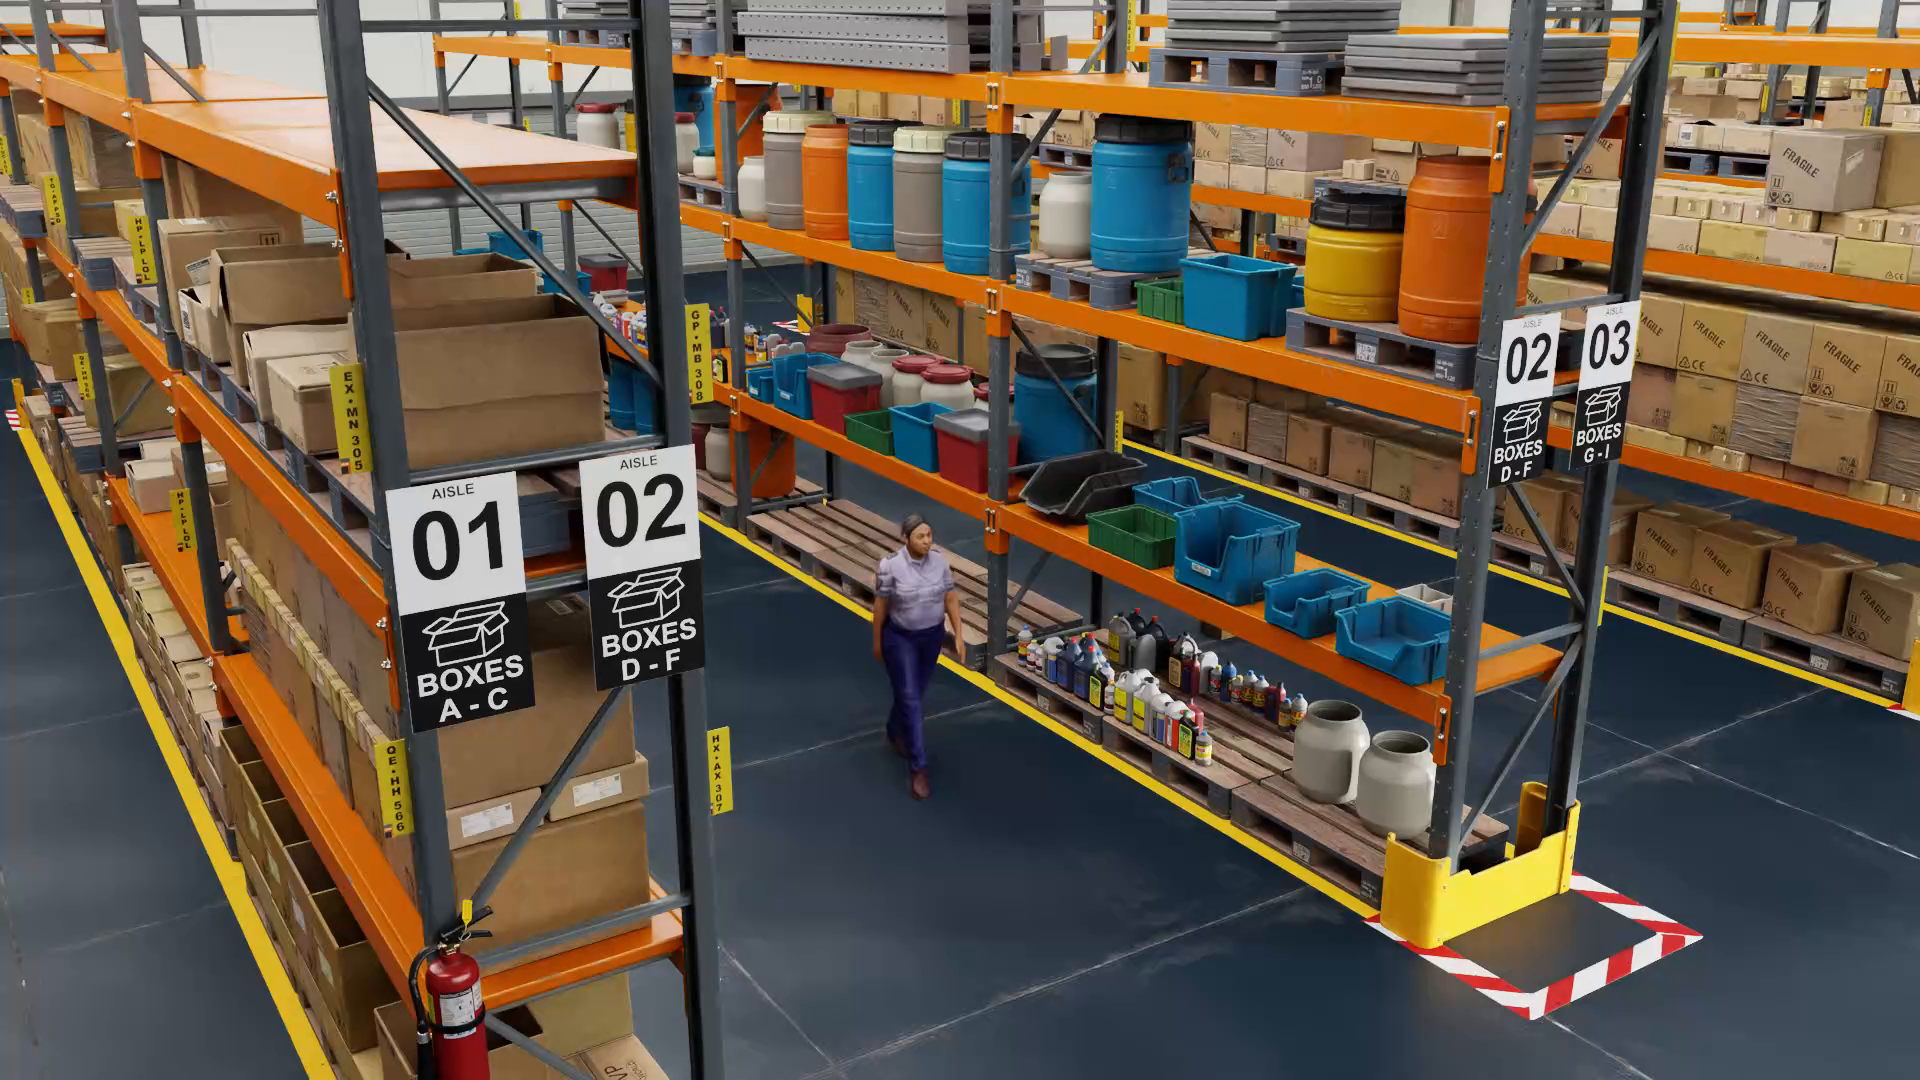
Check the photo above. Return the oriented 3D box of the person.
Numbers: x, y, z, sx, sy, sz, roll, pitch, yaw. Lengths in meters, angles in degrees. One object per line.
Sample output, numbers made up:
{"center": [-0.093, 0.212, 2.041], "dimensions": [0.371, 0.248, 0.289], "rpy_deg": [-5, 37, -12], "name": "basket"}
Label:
{"center": [-0.232, 0.649, 10.136], "dimensions": [0.516, 1.639, 0.814], "rpy_deg": [-11, 21, -29], "name": "person"}
